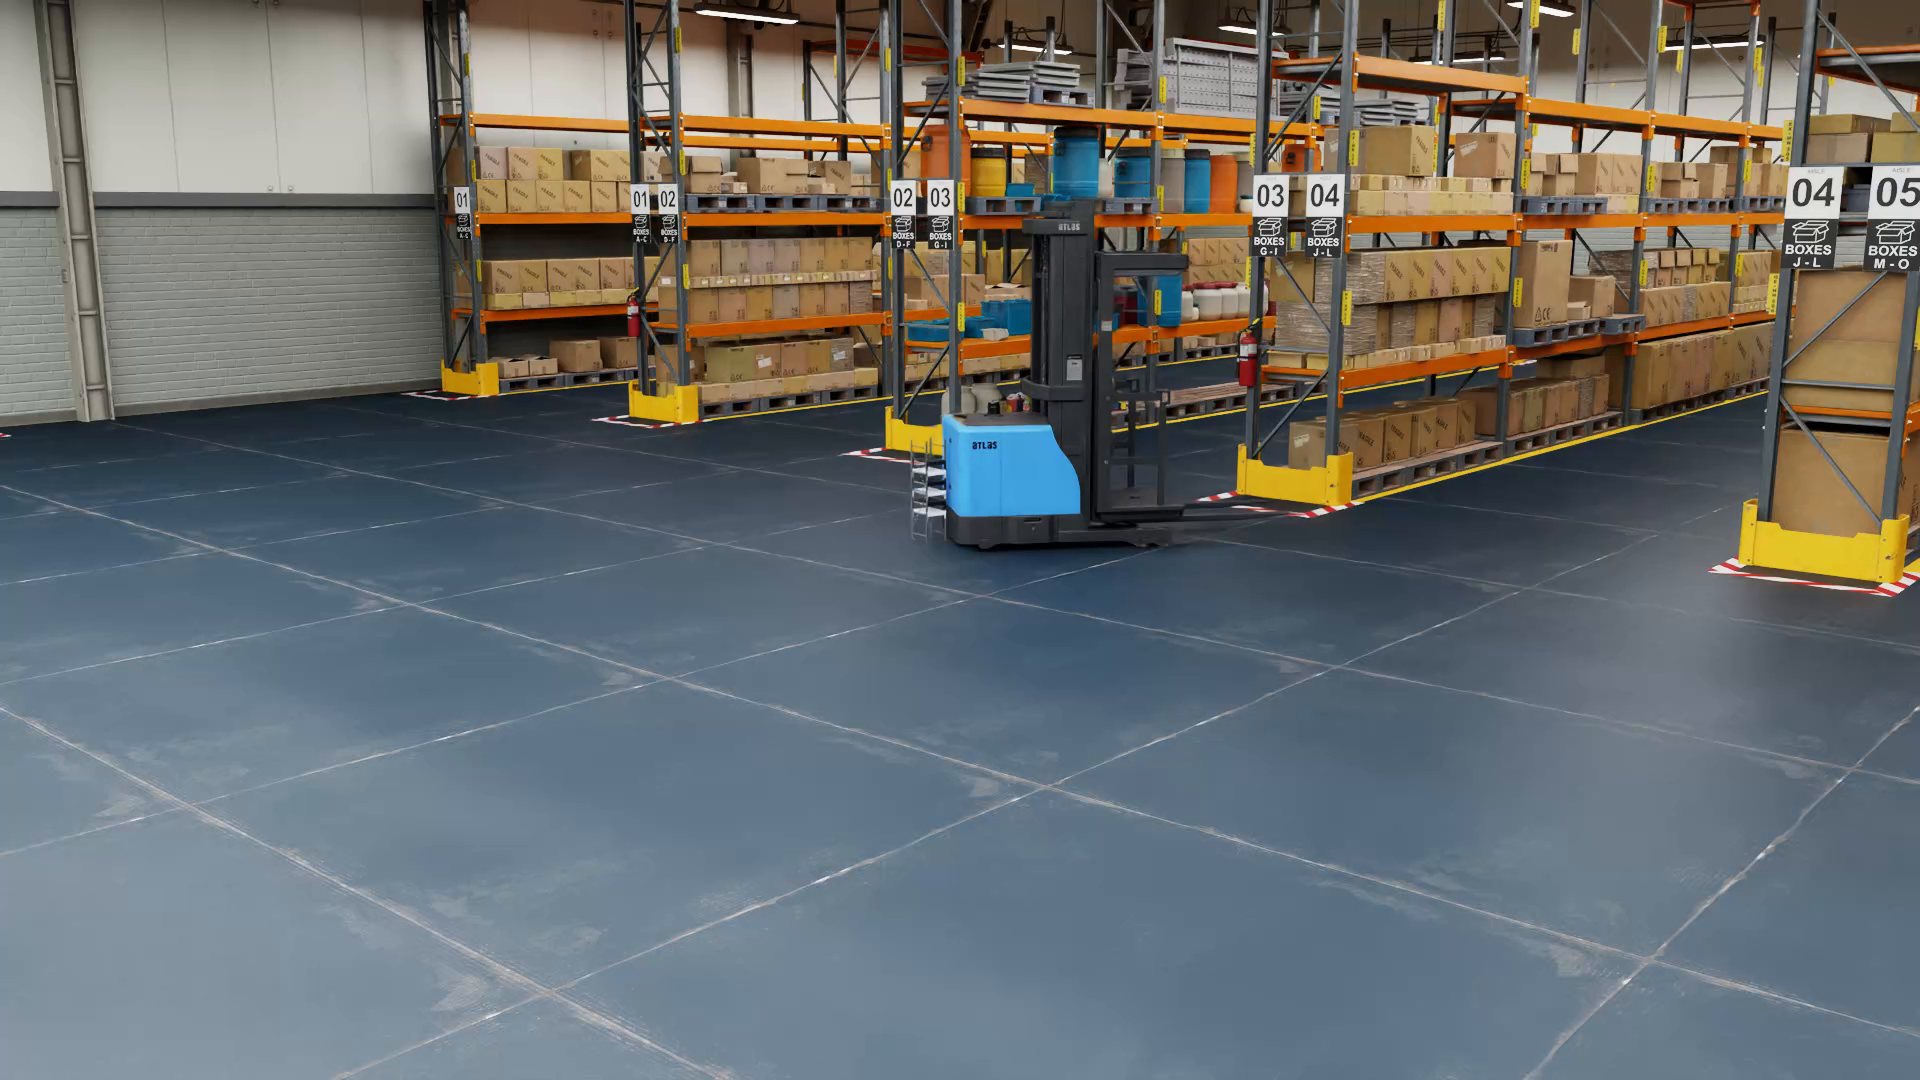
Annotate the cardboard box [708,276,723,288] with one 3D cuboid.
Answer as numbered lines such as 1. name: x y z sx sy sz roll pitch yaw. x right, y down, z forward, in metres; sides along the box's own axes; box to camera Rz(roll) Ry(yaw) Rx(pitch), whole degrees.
1. cardboard box: -3.522 -3.605 23.191 0.380 0.149 0.250 9 15 39

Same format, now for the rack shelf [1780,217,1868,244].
1. rack shelf: 8.303 -2.644 14.468 1.077 0.370 4.000 10 15 40

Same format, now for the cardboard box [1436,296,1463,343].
1. cardboard box: 5.009 -2.457 18.340 0.875 0.500 0.500 10 15 40

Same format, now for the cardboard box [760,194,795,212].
1. cardboard box: -3.483 -6.338 30.815 0.637 0.503 0.797 -10 15 -40

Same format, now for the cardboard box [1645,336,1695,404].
1. cardboard box: 9.670 -2.458 23.710 1.225 0.875 0.875 10 15 41

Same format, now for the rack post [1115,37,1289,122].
1. rack post: 3.479 -6.457 23.555 1.013 1.000 3.121 10 15 40

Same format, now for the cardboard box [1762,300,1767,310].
1. cardboard box: 12.545 -3.721 26.325 0.380 0.149 0.250 10 15 41

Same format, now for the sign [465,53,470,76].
1. sign: -7.431 -7.177 25.084 0.100 0.325 0.005 10 15 40

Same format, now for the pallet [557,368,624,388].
1. pallet: -6.421 -2.746 27.922 1.003 0.211 1.213 10 15 40

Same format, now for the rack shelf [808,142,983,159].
1. rack shelf: -1.238 -7.673 33.011 1.077 0.370 4.000 10 15 40

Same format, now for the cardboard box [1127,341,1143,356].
1. cardboard box: 3.031 -3.669 30.683 0.500 0.500 0.500 10 15 41

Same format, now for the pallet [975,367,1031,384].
1. pallet: 0.593 -2.862 28.504 1.003 0.211 1.213 10 15 40

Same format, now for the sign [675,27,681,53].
1. sign: -3.703 -6.574 21.860 0.100 0.325 0.005 10 15 40

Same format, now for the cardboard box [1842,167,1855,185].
1. cardboard box: 6.947 -2.927 13.362 0.380 0.149 0.250 10 15 40

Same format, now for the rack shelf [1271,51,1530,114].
1. rack shelf: 4.644 -4.769 17.460 1.077 0.370 4.000 10 15 40

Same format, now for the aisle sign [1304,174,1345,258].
1. aisle sign: 3.508 -3.114 16.009 0.394 0.787 0.004 10 15 40

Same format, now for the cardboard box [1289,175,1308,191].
1. cardboard box: 3.272 -3.562 16.592 0.380 0.149 0.250 10 15 40

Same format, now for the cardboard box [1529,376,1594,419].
1. cardboard box: 7.820 -1.870 21.675 0.700 0.500 0.500 8 14 36

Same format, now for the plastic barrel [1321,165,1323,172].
1. plastic barrel: 5.941 -5.729 26.658 0.433 0.535 0.433 0 11 0

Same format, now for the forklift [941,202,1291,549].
1. forklift: 1.394 -1.473 14.601 3.031 2.935 1.130 -2 11 -9

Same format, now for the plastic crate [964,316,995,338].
1. plastic crate: 0.141 -2.662 20.761 0.499 0.251 0.408 10 15 40

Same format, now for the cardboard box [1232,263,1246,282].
1. cardboard box: 5.349 -5.247 33.069 0.500 0.500 0.500 9 15 40

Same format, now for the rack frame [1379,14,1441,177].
1. rack frame: 7.524 -7.235 27.961 1.000 3.000 0.127 10 15 40

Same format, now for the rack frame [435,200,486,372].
1. rack frame: -7.839 -3.809 26.123 1.000 3.000 0.127 10 15 40

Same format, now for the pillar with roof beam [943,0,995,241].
1. pillar with roof beam: 3.128 -8.174 32.663 9.100 9.000 0.548 10 15 40

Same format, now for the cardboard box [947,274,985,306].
1. cardboard box: 0.070 -4.146 27.555 0.500 0.500 0.500 9 14 37

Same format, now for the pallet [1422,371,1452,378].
1. pallet: 7.980 -3.039 29.389 1.003 0.211 1.213 10 15 40

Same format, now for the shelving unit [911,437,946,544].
1. shelving unit: -0.276 -0.440 14.619 0.210 0.900 0.258 -8 14 -35

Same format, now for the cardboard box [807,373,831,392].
1. cardboard box: -2.273 -2.371 24.870 0.500 0.250 0.500 10 15 40

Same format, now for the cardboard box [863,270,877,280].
1. cardboard box: -1.494 -4.057 25.453 0.380 0.149 0.250 10 15 40

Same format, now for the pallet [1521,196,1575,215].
1. pallet: 6.451 -3.932 19.560 1.213 0.211 1.003 10 15 40

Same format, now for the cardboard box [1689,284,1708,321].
1. cardboard box: 10.470 -3.448 24.062 0.500 0.500 0.500 10 15 40

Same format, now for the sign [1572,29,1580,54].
1. sign: 8.185 -6.613 22.058 0.100 0.325 0.005 10 15 40

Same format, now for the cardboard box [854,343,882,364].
1. cardboard box: -1.423 -2.987 26.522 0.500 0.311 0.500 10 15 40

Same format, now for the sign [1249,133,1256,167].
1. sign: 2.920 -3.867 16.497 0.100 0.325 0.005 10 15 40

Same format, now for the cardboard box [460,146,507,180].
1. cardboard box: -7.402 -5.854 25.846 0.500 0.500 0.500 8 14 36

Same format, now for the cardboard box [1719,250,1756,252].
1. cardboard box: 12.698 -4.495 27.269 0.500 0.500 0.500 9 15 39

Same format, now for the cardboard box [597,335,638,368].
1. cardboard box: -5.854 -3.229 28.480 0.500 0.500 0.500 8 14 36

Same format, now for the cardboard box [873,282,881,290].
1. cardboard box: -1.755 -4.955 32.452 0.380 0.149 0.250 10 15 42

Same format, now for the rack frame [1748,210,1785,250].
1. rack frame: 13.885 -4.242 28.289 1.000 3.000 0.127 10 15 40

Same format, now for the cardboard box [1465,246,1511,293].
1. cardboard box: 5.874 -3.060 18.803 0.500 0.500 0.500 10 15 40

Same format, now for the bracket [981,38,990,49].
1. bracket: 0.435 -10.511 35.173 0.235 0.232 0.430 10 15 40

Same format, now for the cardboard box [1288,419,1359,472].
1. cardboard box: 3.748 -0.957 17.156 0.500 0.500 0.500 -9 14 -37

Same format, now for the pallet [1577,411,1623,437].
1. pallet: 8.087 -1.582 22.095 1.003 0.211 1.213 10 15 40

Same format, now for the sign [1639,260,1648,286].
1. sign: 9.018 -3.525 21.946 0.100 0.325 0.005 10 15 40

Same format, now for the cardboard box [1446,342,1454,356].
1. cardboard box: 5.180 -2.106 18.237 0.380 0.149 0.250 10 15 40

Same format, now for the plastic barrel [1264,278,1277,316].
1. plastic barrel: 4.805 -3.664 25.051 0.600 0.536 0.708 10 15 40

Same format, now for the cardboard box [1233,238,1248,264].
1. cardboard box: 5.348 -5.734 32.955 0.500 0.500 0.500 10 15 42

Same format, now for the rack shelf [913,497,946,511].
1. rack shelf: -0.276 -0.320 14.643 0.200 0.077 0.258 -8 14 -35

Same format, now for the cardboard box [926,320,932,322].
1. cardboard box: -0.834 -4.483 33.912 0.750 0.750 0.750 10 15 42

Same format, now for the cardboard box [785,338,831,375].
1. cardboard box: -2.283 -2.740 24.805 0.500 0.500 0.500 10 15 40

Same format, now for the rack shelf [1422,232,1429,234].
1. rack shelf: 6.204 -5.117 26.852 1.077 0.370 4.000 10 15 40

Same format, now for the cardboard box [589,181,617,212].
1. cardboard box: -6.027 -5.662 27.434 0.500 0.500 0.500 9 14 38

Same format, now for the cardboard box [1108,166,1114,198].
1. cardboard box: 2.540 -6.448 30.096 0.600 0.600 0.600 9 14 38

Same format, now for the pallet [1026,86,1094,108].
1. pallet: 0.915 -5.464 20.598 1.003 0.211 1.213 10 15 40
